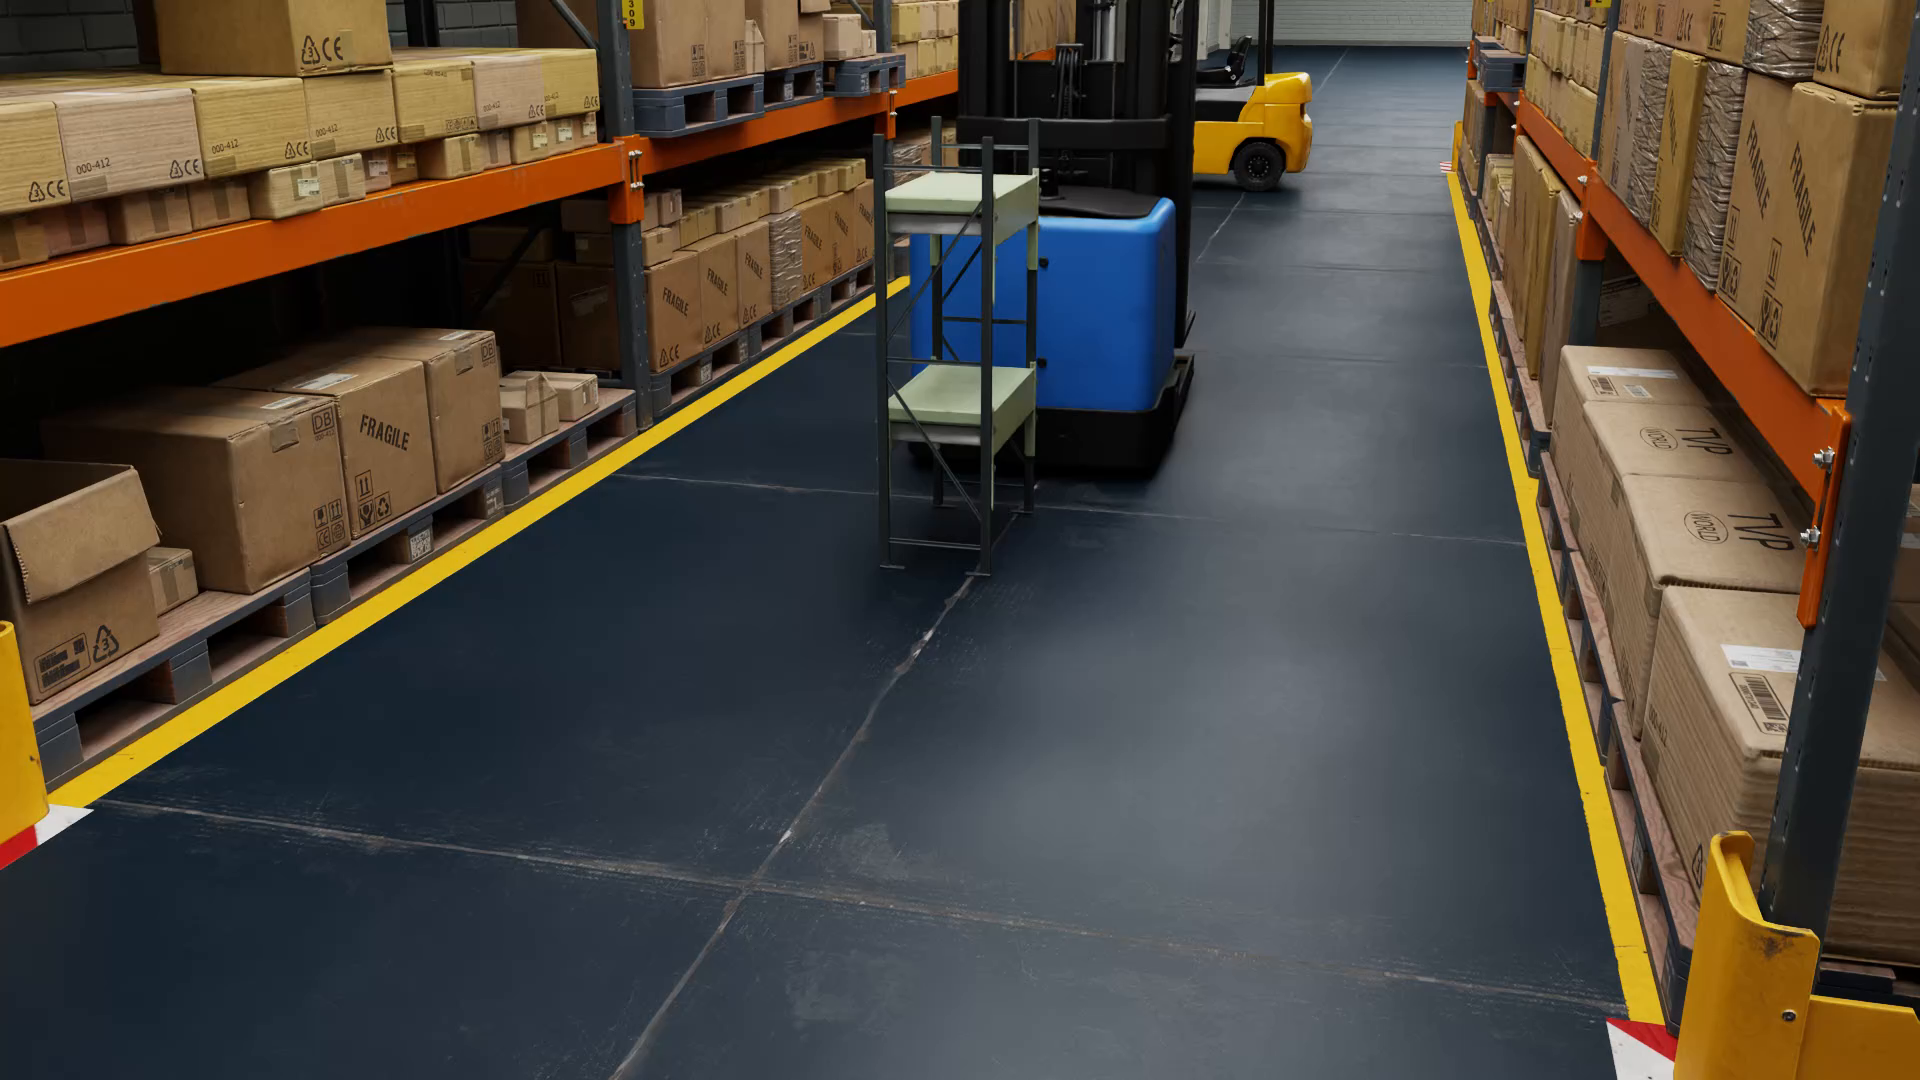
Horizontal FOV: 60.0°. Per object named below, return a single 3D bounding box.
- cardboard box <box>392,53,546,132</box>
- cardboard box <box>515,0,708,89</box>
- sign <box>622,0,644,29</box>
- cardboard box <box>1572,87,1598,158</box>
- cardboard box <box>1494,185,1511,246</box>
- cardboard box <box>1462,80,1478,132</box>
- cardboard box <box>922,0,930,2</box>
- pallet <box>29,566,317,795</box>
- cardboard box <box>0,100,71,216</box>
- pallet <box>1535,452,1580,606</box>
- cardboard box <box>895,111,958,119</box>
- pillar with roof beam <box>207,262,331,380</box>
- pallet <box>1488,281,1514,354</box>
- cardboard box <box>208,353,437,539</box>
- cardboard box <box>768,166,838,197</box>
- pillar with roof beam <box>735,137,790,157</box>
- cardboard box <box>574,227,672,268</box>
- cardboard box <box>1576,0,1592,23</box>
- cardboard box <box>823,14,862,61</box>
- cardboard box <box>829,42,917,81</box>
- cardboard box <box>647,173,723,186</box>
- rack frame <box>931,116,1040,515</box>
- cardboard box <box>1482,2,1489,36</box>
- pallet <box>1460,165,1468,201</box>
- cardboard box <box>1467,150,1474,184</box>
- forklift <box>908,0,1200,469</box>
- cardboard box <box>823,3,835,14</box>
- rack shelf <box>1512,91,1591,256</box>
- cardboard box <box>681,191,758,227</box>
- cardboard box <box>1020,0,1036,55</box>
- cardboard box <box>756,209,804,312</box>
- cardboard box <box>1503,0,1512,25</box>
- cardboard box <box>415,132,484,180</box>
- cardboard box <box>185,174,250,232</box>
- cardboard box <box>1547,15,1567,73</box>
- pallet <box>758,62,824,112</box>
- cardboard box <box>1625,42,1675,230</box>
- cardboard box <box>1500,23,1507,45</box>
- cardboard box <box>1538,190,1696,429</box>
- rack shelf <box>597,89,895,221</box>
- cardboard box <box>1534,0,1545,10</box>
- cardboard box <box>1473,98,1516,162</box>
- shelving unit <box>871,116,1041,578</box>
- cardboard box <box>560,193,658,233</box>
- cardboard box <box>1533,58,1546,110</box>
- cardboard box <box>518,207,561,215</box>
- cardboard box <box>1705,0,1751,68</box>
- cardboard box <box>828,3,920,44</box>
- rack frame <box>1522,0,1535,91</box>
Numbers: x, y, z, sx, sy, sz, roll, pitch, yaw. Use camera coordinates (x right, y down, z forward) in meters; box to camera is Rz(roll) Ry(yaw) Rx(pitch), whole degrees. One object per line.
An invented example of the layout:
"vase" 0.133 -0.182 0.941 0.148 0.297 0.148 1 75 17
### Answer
"cardboard box" -1.920 -1.699 6.292 0.500 0.250 0.500 5 19 14
"cardboard box" -1.589 -2.346 7.611 0.700 0.500 0.500 5 20 15
"sign" -1.396 -2.335 7.045 0.100 0.325 0.005 5 19 13
"cardboard box" 2.756 -1.665 6.653 0.500 0.250 0.500 4 19 12
"cardboard box" 4.188 -2.192 11.381 0.950 0.372 0.625 4 19 12
"cardboard box" 5.352 -4.350 16.728 0.500 0.500 0.500 4 19 12
"cardboard box" -0.429 -3.900 11.807 0.380 0.149 0.250 5 19 14
"pallet" -2.689 0.334 4.885 1.003 0.211 1.213 5 19 13
"cardboard box" -2.529 -0.903 3.963 0.500 0.250 0.500 5 19 14
"pallet" 2.629 -0.023 5.930 1.003 0.211 1.213 5 19 13
"cardboard box" -0.086 -3.384 14.479 0.875 0.625 0.625 6 20 16
"pillar with roof beam" 1.207 -4.318 4.907 9.100 9.000 0.400 5 19 13
"pallet" 3.602 -1.268 9.574 1.003 0.211 1.213 5 19 13
"cardboard box" -2.187 -0.335 5.745 0.500 0.500 0.500 5 19 14
"cardboard box" -0.965 -2.201 10.204 0.380 0.149 0.250 4 19 12
"pillar with roof beam" 2.673 -6.199 10.413 9.100 9.000 0.400 5 19 13
"cardboard box" -1.578 -1.380 7.802 0.380 0.149 0.250 6 20 16
"cardboard box" 2.875 -2.418 6.925 0.500 0.500 0.500 5 19 14
"cardboard box" -0.890 -2.991 9.887 0.500 0.250 0.500 4 19 11
"cardboard box" -0.601 -3.269 11.348 0.500 0.250 0.500 5 19 14
"cardboard box" -1.623 -2.075 9.835 0.380 0.149 0.250 4 19 12
"rack frame" 0.091 -0.827 6.287 0.400 1.500 0.023 5 19 13
"cardboard box" 4.954 -4.755 14.852 0.500 0.500 0.500 5 20 15
"pallet" 5.271 -3.360 15.698 1.003 0.211 1.213 5 19 13
"cardboard box" 4.849 -3.354 14.972 0.500 0.250 0.500 4 19 12
"forklift" 0.582 -2.118 7.855 1.130 2.935 3.031 4 19 11
"cardboard box" -1.106 -3.548 11.393 0.500 0.250 0.500 5 20 15
"rack shelf" 3.379 -1.862 8.110 1.077 0.370 4.000 5 19 13
"cardboard box" -1.320 -1.794 9.015 0.380 0.149 0.250 5 20 15
"cardboard box" 0.392 -4.639 14.975 0.500 0.500 0.500 4 19 12
"cardboard box" -1.208 -1.602 9.453 0.500 0.500 0.500 4 19 11
"cardboard box" 3.947 -3.701 11.119 0.500 0.500 0.500 3 19 10
"cardboard box" -1.965 -1.398 6.029 0.380 0.149 0.250 4 19 13
"cardboard box" -2.326 -1.001 4.867 0.380 0.149 0.250 5 19 14
"cardboard box" 3.107 -2.380 7.974 0.500 0.250 0.500 5 19 14
"pallet" -1.417 -2.519 9.219 1.003 0.211 1.213 5 19 13
"cardboard box" 2.267 -1.183 4.857 0.500 0.500 0.500 5 19 14
"cardboard box" 4.058 -3.608 11.849 0.380 0.149 0.250 5 20 15
"cardboard box" 2.964 -0.969 7.022 0.875 0.875 0.875 5 20 15
"rack shelf" -1.435 -2.252 9.255 1.077 0.370 4.000 5 19 13
"cardboard box" 3.510 -3.214 9.255 0.500 0.500 0.500 4 19 12
"cardboard box" 4.729 -3.542 14.360 0.500 0.500 0.500 4 19 13
"shelving unit" 0.002 -0.712 5.951 0.431 1.500 0.755 5 19 13
"cardboard box" -1.637 -1.526 7.768 0.380 0.149 0.250 4 19 12
"cardboard box" 3.396 -2.462 8.987 0.500 0.250 0.500 4 19 12
"cardboard box" -2.003 -1.587 8.406 0.380 0.149 0.250 5 19 14
"cardboard box" 2.023 -1.333 3.747 0.500 0.500 0.500 5 19 13
"cardboard box" -0.577 -3.503 11.262 0.500 0.250 0.500 5 19 13
"rack frame" 3.868 -2.829 9.829 1.000 3.000 0.127 5 19 13
